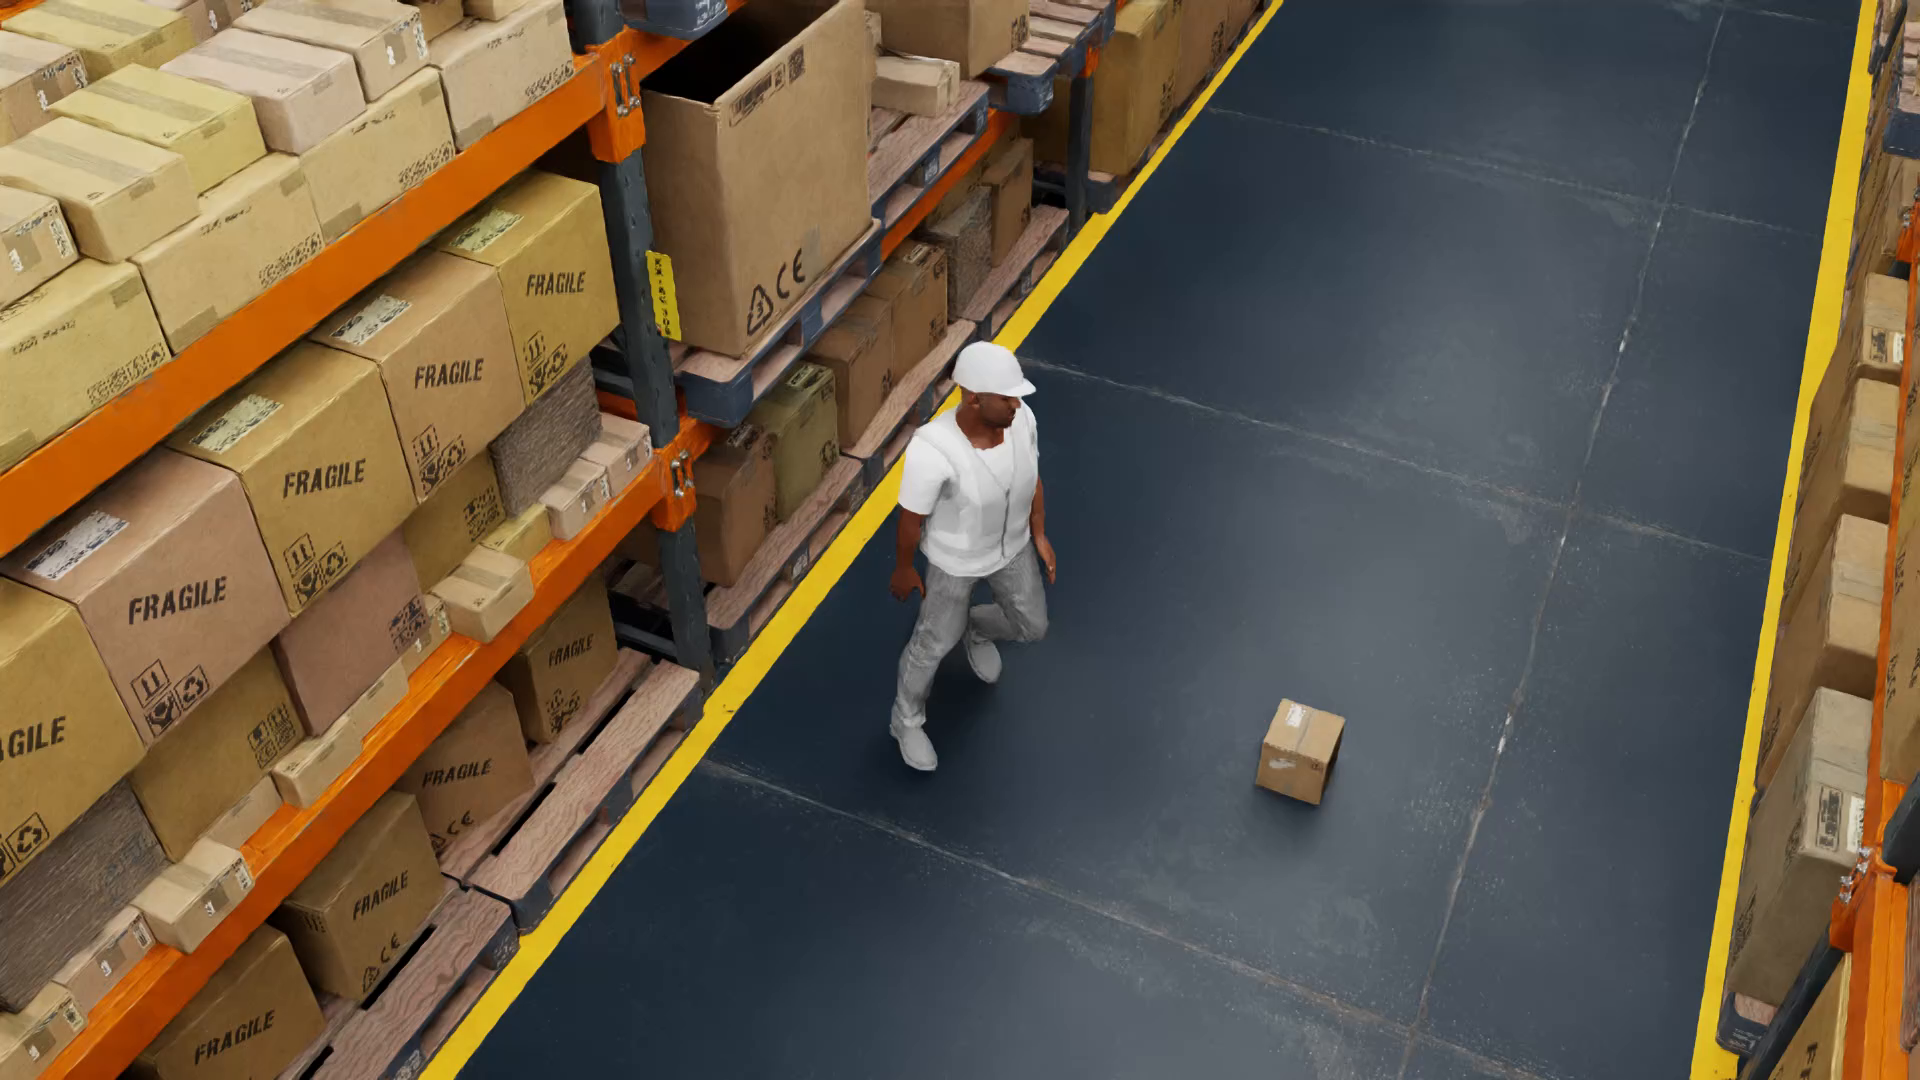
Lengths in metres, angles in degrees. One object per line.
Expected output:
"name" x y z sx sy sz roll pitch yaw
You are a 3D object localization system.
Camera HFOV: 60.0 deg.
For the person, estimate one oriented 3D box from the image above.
"person" 0.007 0.048 6.080 0.689 1.743 0.523 -29 49 -29
